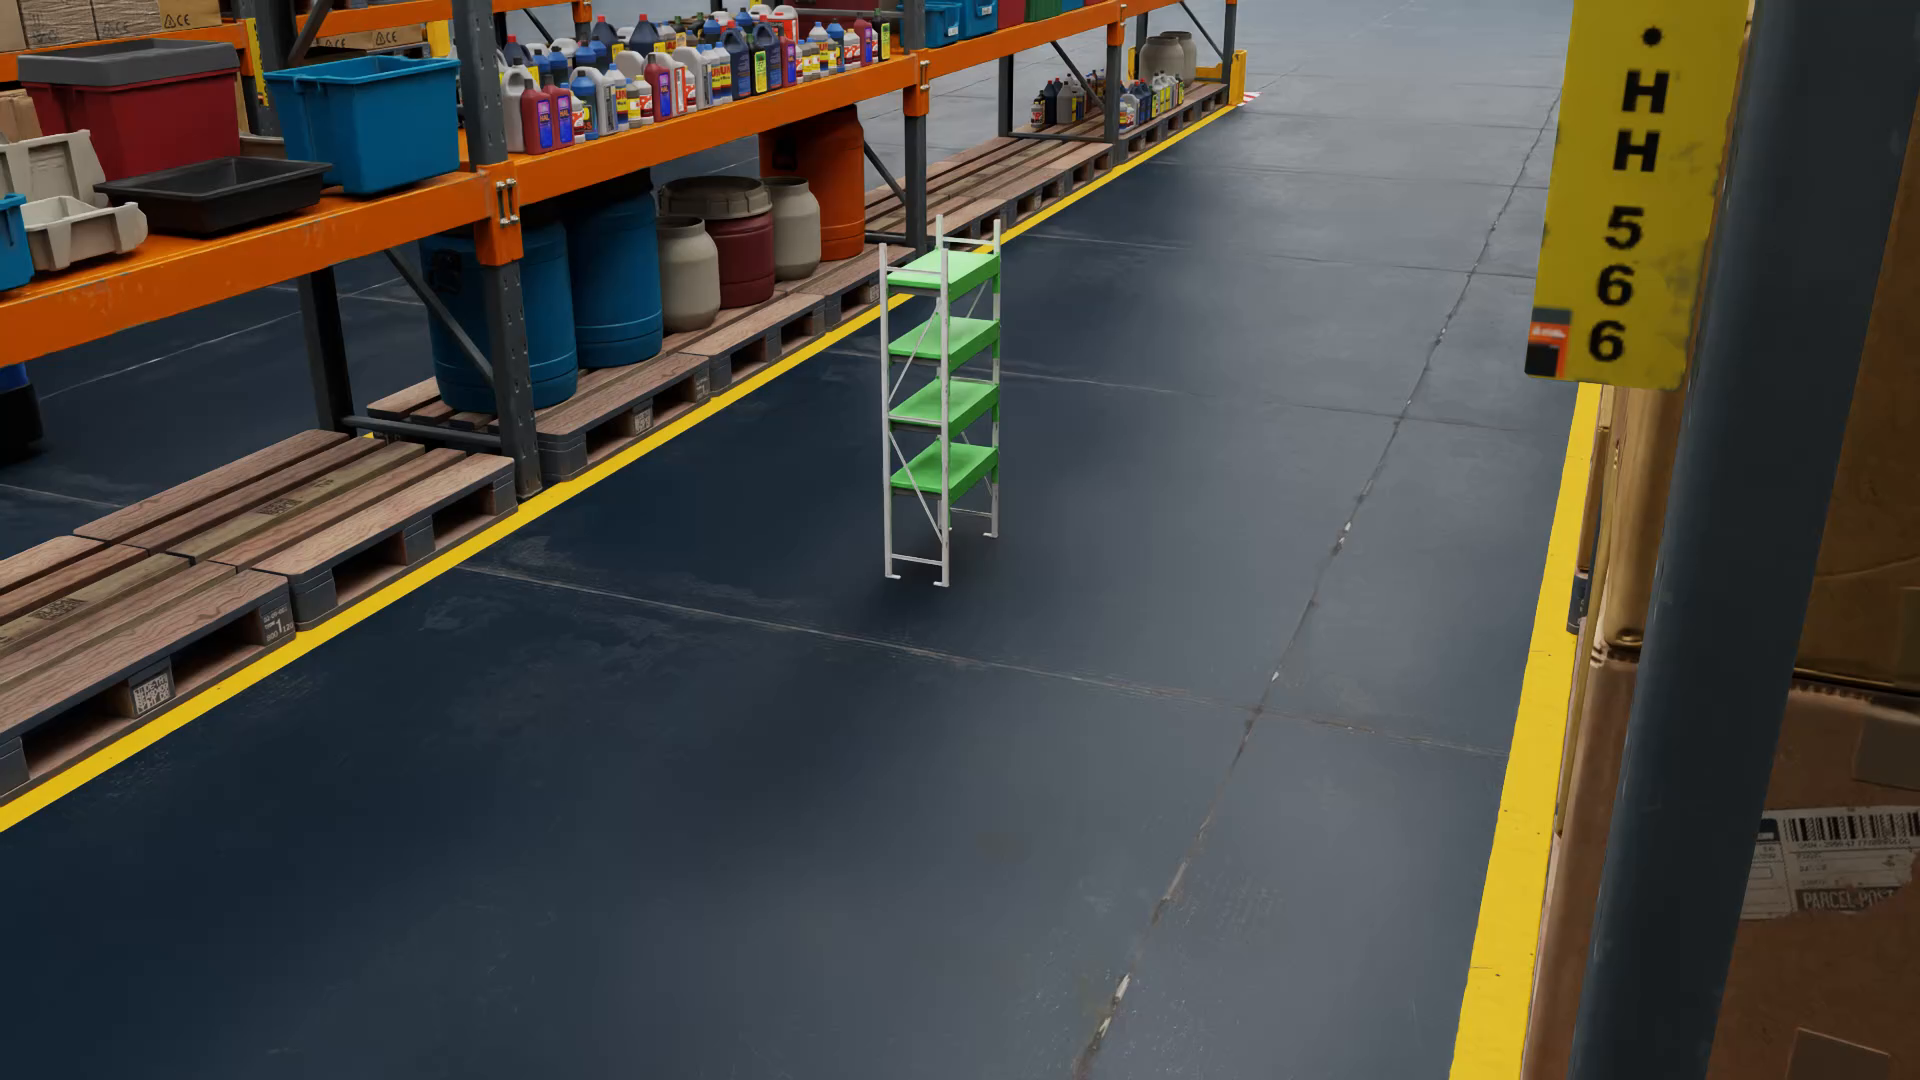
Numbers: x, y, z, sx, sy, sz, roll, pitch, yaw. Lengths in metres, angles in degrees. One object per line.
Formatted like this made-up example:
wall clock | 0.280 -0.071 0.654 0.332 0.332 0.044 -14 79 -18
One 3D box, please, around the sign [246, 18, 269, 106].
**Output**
sign | -2.682 -1.838 6.400 0.100 0.325 0.005 9 24 20

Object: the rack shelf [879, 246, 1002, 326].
rack shelf | -0.062 -0.878 5.717 0.258 0.148 0.480 9 24 20

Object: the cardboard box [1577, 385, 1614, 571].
cardboard box | 2.343 -0.188 5.480 0.500 0.500 0.500 9 24 20

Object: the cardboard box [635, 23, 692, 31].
cardboard box | -3.001 -5.013 17.059 0.500 0.500 0.500 11 25 25

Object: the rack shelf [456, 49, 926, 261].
rack shelf | -1.429 -2.015 8.115 1.077 0.370 4.000 9 24 20

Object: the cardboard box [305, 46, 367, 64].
cardboard box | -4.876 -3.602 12.682 0.500 0.250 0.500 12 25 26

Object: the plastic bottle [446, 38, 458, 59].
plastic bottle | -2.134 -1.984 7.172 0.144 0.351 0.185 9 24 20

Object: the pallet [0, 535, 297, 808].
pallet | -2.860 0.363 5.108 1.003 0.211 1.213 9 24 20

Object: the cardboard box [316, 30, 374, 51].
cardboard box | -7.396 -6.027 18.998 0.875 0.875 0.875 8 24 19

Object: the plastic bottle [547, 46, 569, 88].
plastic bottle | -1.830 -2.107 7.570 0.097 0.271 0.097 0 23 0

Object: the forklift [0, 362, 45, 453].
forklift | -5.485 -1.805 6.769 3.031 2.935 1.130 10 25 23

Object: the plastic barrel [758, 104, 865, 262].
plastic barrel | -0.852 -2.077 9.602 0.600 0.830 0.708 9 24 20

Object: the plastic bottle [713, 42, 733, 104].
plastic bottle | -1.111 -2.169 7.719 0.097 0.271 0.097 0 23 0

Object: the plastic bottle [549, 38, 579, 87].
plastic bottle | -1.866 -2.203 7.794 0.152 0.276 0.135 9 24 20

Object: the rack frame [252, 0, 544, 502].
rack frame | -2.172 -1.631 6.263 1.000 3.000 0.127 9 24 20

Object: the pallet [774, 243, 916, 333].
pallet | -0.940 -1.488 9.537 1.003 0.211 1.213 9 24 20

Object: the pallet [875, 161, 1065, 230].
pallet | 0.093 -2.482 11.919 1.003 0.211 1.213 9 24 20

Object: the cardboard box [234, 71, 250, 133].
cardboard box | -5.560 -2.741 11.132 1.225 0.875 0.875 8 24 18

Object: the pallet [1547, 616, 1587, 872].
pallet | 2.170 0.612 4.511 1.003 0.211 1.213 9 24 20

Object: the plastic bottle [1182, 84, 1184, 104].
plastic bottle | 2.011 -4.117 15.274 0.097 0.201 0.097 0 23 0

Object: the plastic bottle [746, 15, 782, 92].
plastic bottle | -0.962 -2.374 8.105 0.144 0.351 0.185 9 24 20

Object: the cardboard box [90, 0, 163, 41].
cardboard box | -5.428 -3.428 10.435 0.500 0.500 0.500 9 24 20

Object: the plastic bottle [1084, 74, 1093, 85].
plastic bottle | 1.158 -4.107 15.159 0.097 0.271 0.097 0 23 0

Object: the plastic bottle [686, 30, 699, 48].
plastic bottle | -1.437 -2.611 8.867 0.097 0.201 0.097 0 23 0

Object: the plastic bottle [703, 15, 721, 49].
plastic bottle | -1.331 -2.683 8.947 0.097 0.271 0.097 0 23 0

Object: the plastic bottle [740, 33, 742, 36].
plastic bottle | -1.039 -2.288 7.988 0.061 0.283 0.133 9 24 20

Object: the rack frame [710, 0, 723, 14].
rack frame | -2.313 -6.634 18.241 1.000 3.000 0.127 9 24 20

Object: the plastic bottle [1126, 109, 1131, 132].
plastic bottle | 1.363 -3.493 13.781 0.097 0.201 0.097 0 23 0

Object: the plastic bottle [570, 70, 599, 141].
plastic bottle | -1.528 -1.768 6.758 0.097 0.271 0.097 0 23 0

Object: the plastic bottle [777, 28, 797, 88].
plastic bottle | -0.865 -2.394 8.240 0.061 0.283 0.133 9 24 20

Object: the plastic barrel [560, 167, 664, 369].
plastic barrel | -1.691 -1.302 7.653 0.600 0.901 0.708 9 24 20

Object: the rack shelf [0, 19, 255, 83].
rack shelf | -6.027 -2.724 9.812 1.077 0.370 4.000 9 24 20

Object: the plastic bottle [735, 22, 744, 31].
plastic bottle | -1.251 -2.790 9.295 0.097 0.201 0.097 0 23 0

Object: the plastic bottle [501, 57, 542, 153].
plastic bottle | -1.725 -1.702 6.497 0.144 0.351 0.185 9 24 20

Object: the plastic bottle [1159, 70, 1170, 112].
plastic bottle | 1.782 -3.990 14.777 0.144 0.351 0.185 10 25 22

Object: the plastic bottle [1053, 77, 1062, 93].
plastic bottle | 0.843 -3.815 14.357 0.144 0.351 0.185 8 24 17

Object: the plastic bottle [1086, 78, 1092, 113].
plastic bottle | 1.126 -3.942 14.749 0.061 0.283 0.133 9 24 20

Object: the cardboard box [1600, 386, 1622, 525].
cardboard box | 1.421 -0.279 2.896 0.500 0.500 0.500 8 24 19

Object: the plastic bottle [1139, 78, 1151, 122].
plastic bottle | 1.555 -3.771 14.253 0.144 0.351 0.185 8 24 18

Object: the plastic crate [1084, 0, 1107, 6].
plastic crate | 0.904 -4.306 12.584 0.402 0.464 0.583 9 24 20

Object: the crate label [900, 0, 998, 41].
crate label | -0.066 -3.395 10.441 0.502 0.435 0.616 9 24 20

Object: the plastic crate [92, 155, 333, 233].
plastic crate | -2.338 -1.093 5.253 0.437 0.125 0.590 9 24 20

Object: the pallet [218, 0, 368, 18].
pallet | -5.119 -3.953 12.071 1.213 0.211 1.003 9 24 20

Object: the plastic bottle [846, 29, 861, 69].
plastic bottle | -0.586 -2.644 8.945 0.097 0.201 0.097 0 23 0

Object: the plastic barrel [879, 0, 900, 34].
plastic barrel | -0.502 -3.513 10.623 0.421 0.512 0.421 0 23 0

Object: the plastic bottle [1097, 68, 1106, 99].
plastic bottle | 1.323 -4.265 15.538 0.097 0.271 0.097 0 23 0

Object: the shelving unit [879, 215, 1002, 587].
shelving unit | -0.062 -0.494 5.877 0.258 1.200 0.503 9 24 20

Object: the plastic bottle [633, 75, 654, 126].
plastic bottle | -1.369 -1.889 7.137 0.097 0.201 0.097 0 23 0

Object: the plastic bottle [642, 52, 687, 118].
plastic bottle | -1.302 -2.016 7.346 0.152 0.276 0.135 9 24 20
